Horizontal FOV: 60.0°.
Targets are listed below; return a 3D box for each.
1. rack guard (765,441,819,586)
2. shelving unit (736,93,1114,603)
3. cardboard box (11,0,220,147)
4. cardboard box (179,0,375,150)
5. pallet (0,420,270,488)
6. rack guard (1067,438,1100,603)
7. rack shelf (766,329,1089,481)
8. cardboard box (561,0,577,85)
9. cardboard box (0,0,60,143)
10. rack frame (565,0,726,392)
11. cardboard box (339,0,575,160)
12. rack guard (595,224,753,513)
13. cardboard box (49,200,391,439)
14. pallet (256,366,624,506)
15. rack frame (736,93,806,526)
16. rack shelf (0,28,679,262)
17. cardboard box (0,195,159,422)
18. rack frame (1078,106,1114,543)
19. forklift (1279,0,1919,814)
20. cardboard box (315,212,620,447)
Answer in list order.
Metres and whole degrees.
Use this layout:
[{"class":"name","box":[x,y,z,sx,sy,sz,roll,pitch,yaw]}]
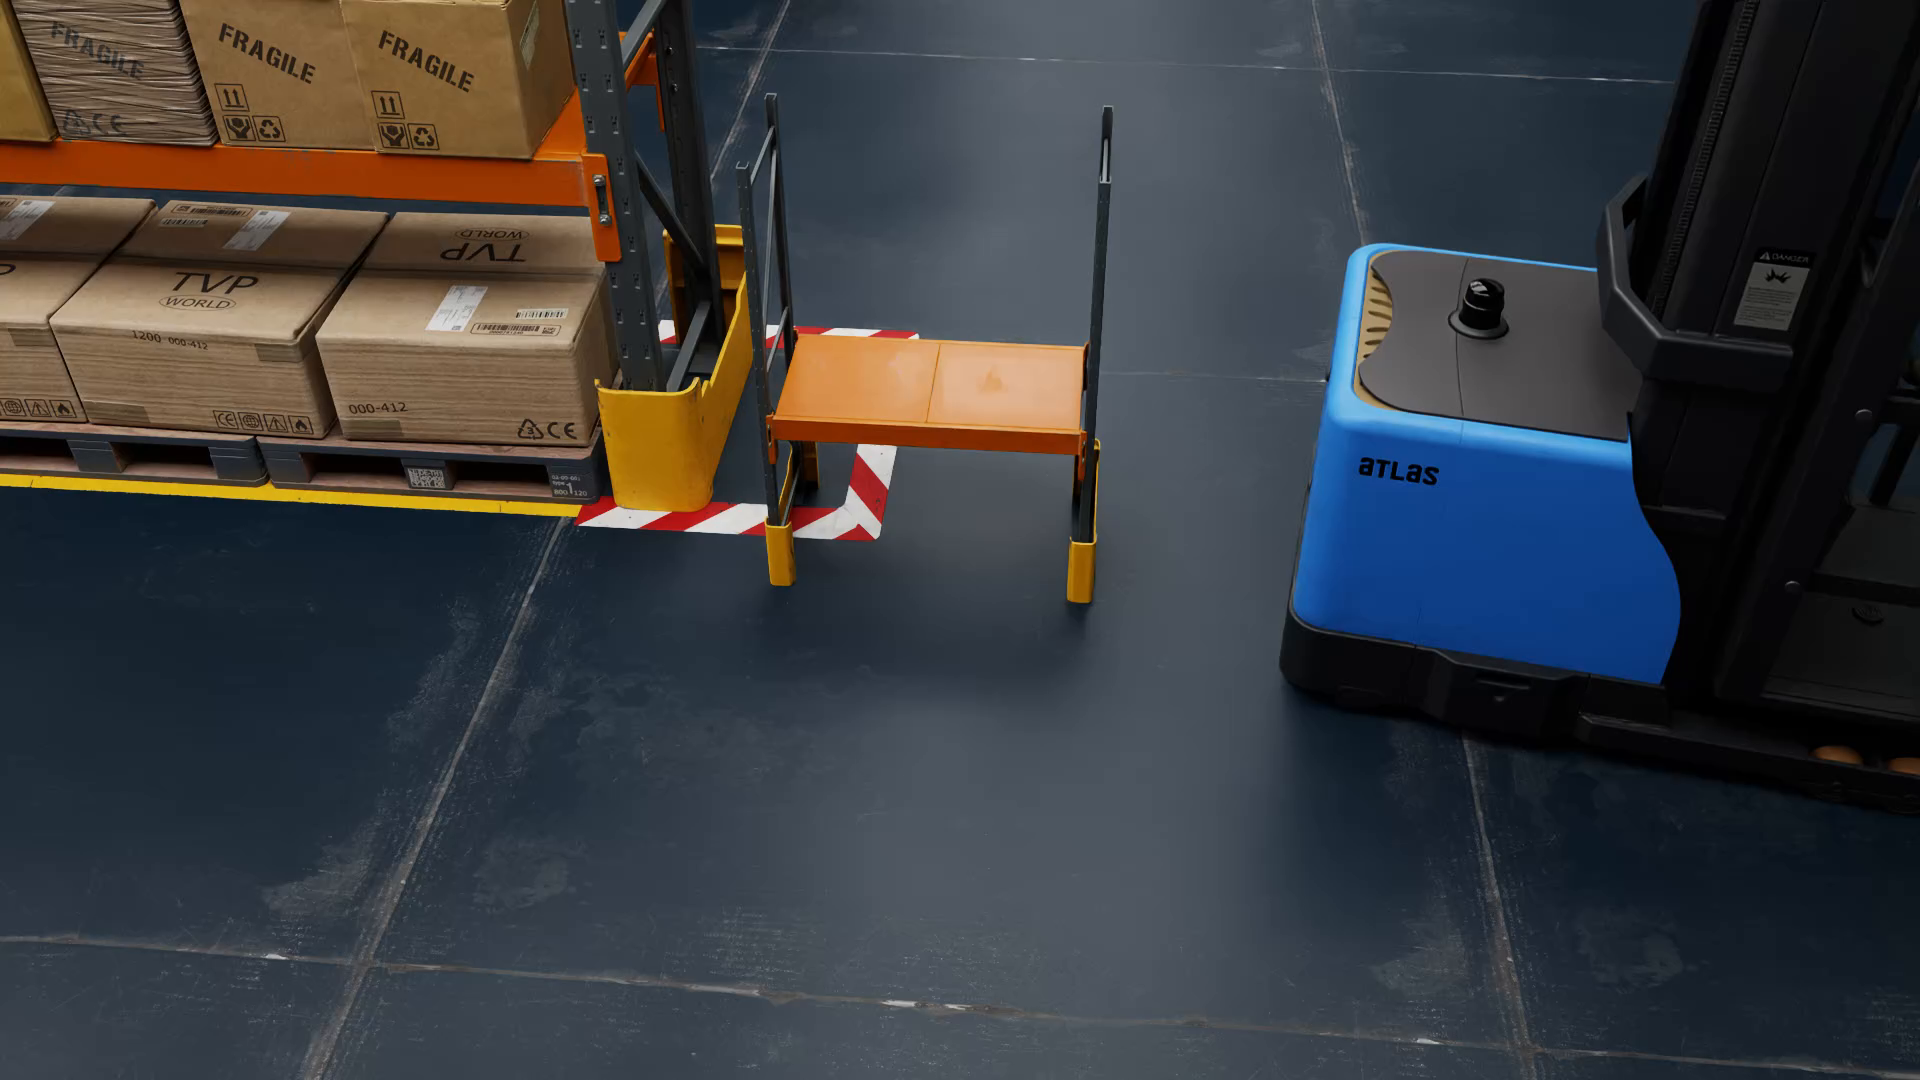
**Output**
[{"class":"rack guard","box":[-0.572,-0.128,5.709,0.087,0.250,0.587,3,39,4]},{"class":"shelving unit","box":[-0.076,-0.586,5.282,1.083,1.500,0.587,3,39,4]},{"class":"cardboard box","box":[-2.557,-1.592,5.251,0.500,0.500,0.500,4,39,5]},{"class":"cardboard box","box":[-2.043,-1.571,5.224,0.500,0.500,0.500,2,39,3]},{"class":"pallet","box":[-3.057,-0.616,6.340,1.213,0.211,1.003,3,39,4]},{"class":"rack guard","box":[0.420,-0.074,5.643,0.087,0.250,0.587,3,39,4]},{"class":"rack shelf","box":[-0.085,-0.447,5.396,1.000,0.185,0.538,3,39,4]},{"class":"cardboard box","box":[-1.495,-1.881,5.605,0.500,0.500,0.500,3,39,3]},{"class":"cardboard box","box":[-3.072,-1.612,5.276,0.500,0.500,0.500,4,39,5]},{"class":"rack frame","box":[-1.041,-1.635,5.383,0.127,3.000,1.000,3,39,4]},{"class":"cardboard box","box":[-1.545,-1.534,5.179,0.500,0.500,0.500,3,39,4]},{"class":"rack guard","box":[-1.017,-0.664,6.170,0.348,0.500,1.175,3,39,4]},{"class":"cardboard box","box":[-2.620,-0.822,6.081,0.875,0.438,0.875,4,39,5]},{"class":"pallet","box":[-1.845,-0.548,6.256,1.213,0.211,1.003,3,39,4]},{"class":"rack frame","box":[-0.591,-0.614,5.316,0.032,1.500,0.500,3,39,4]},{"class":"rack shelf","box":[-3.034,-1.465,5.744,4.000,0.370,1.077,3,39,4]},{"class":"cardboard box","box":[-3.518,-0.872,6.142,0.875,0.438,0.875,2,39,3]},{"class":"rack frame","box":[0.422,-0.559,5.248,0.032,1.500,0.500,3,39,4]},{"class":"forklift","box":[2.565,-0.723,4.316,3.031,2.935,1.130,9,40,11]},{"class":"cardboard box","box":[-1.707,-0.777,6.026,0.875,0.438,0.875,2,39,2]}]
